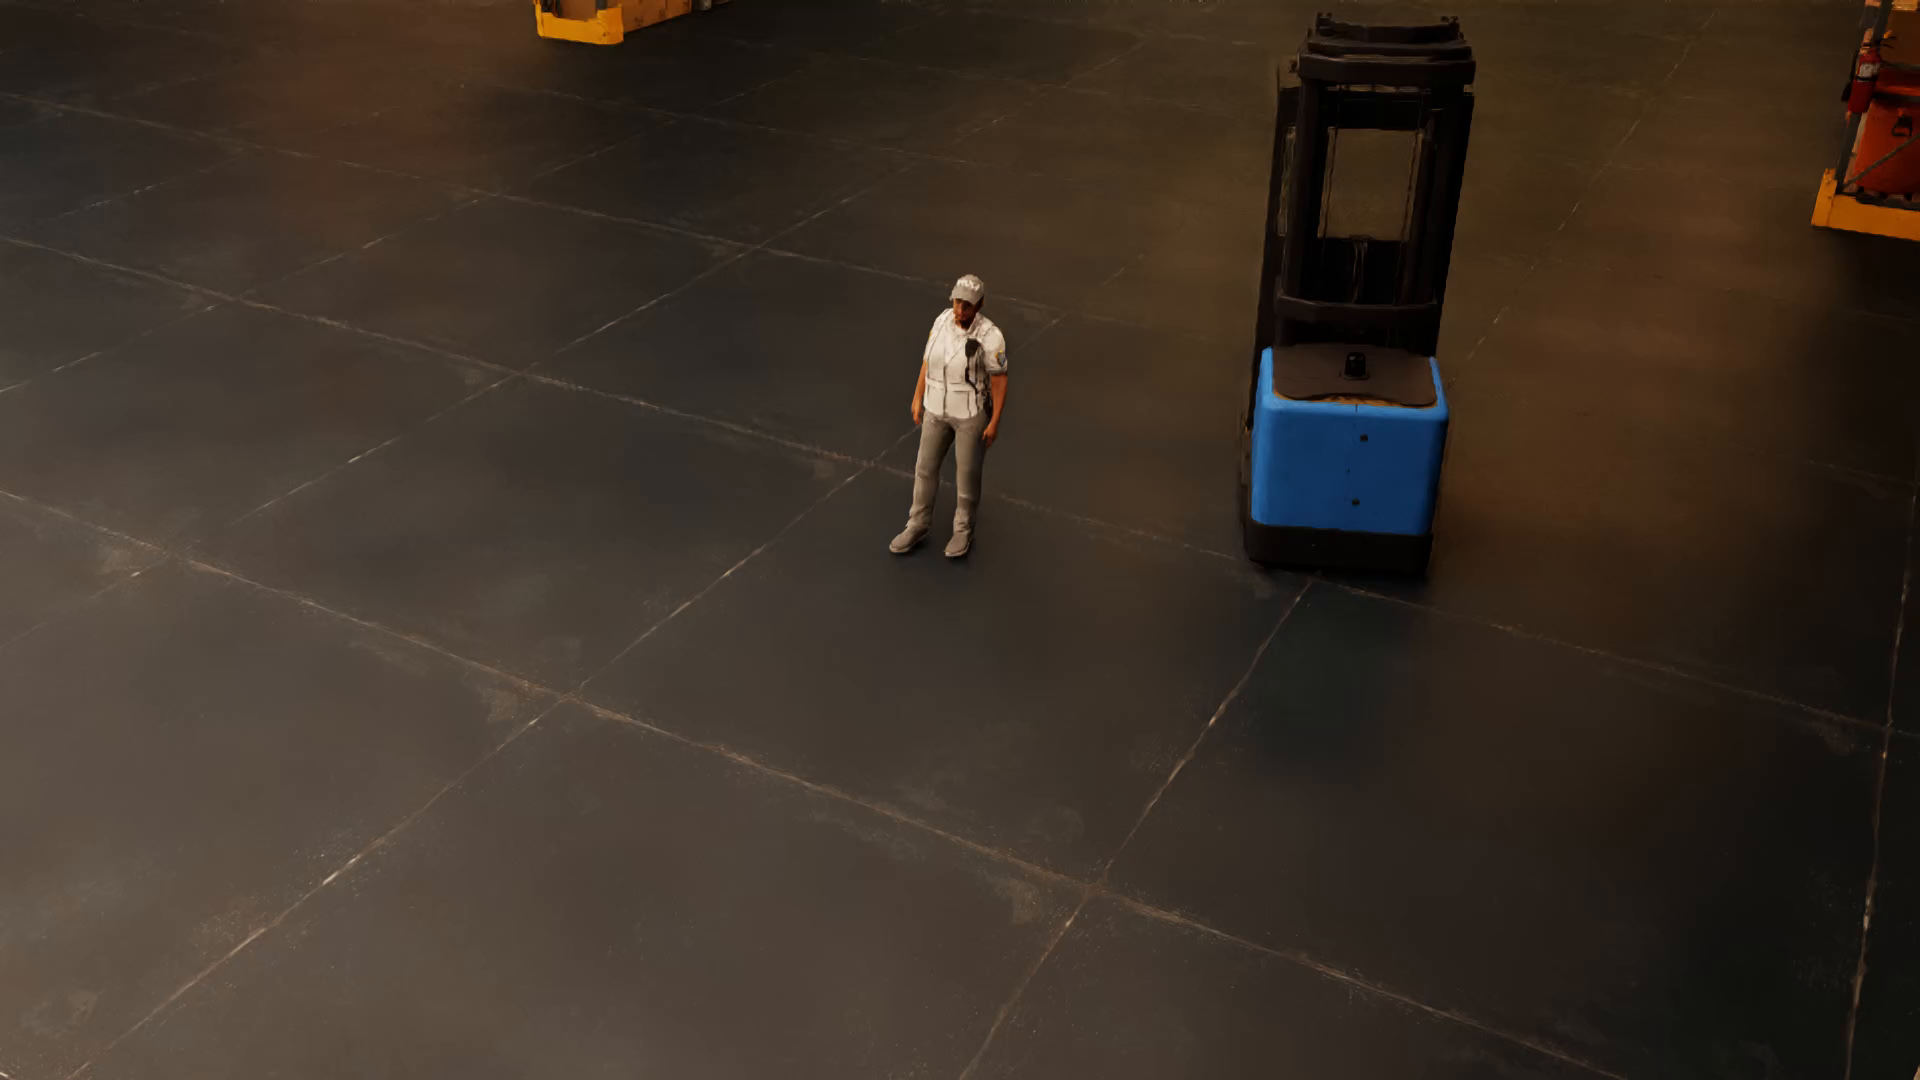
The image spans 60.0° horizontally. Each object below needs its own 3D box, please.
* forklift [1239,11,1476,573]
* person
[{"bbox_3d":[2.406,-1.800,10.190,1.130,2.935,3.031,4,30,8],"label":"forklift"},{"bbox_3d":[-0.057,-0.700,9.534,0.598,1.669,0.529,15,33,25],"label":"person"}]
